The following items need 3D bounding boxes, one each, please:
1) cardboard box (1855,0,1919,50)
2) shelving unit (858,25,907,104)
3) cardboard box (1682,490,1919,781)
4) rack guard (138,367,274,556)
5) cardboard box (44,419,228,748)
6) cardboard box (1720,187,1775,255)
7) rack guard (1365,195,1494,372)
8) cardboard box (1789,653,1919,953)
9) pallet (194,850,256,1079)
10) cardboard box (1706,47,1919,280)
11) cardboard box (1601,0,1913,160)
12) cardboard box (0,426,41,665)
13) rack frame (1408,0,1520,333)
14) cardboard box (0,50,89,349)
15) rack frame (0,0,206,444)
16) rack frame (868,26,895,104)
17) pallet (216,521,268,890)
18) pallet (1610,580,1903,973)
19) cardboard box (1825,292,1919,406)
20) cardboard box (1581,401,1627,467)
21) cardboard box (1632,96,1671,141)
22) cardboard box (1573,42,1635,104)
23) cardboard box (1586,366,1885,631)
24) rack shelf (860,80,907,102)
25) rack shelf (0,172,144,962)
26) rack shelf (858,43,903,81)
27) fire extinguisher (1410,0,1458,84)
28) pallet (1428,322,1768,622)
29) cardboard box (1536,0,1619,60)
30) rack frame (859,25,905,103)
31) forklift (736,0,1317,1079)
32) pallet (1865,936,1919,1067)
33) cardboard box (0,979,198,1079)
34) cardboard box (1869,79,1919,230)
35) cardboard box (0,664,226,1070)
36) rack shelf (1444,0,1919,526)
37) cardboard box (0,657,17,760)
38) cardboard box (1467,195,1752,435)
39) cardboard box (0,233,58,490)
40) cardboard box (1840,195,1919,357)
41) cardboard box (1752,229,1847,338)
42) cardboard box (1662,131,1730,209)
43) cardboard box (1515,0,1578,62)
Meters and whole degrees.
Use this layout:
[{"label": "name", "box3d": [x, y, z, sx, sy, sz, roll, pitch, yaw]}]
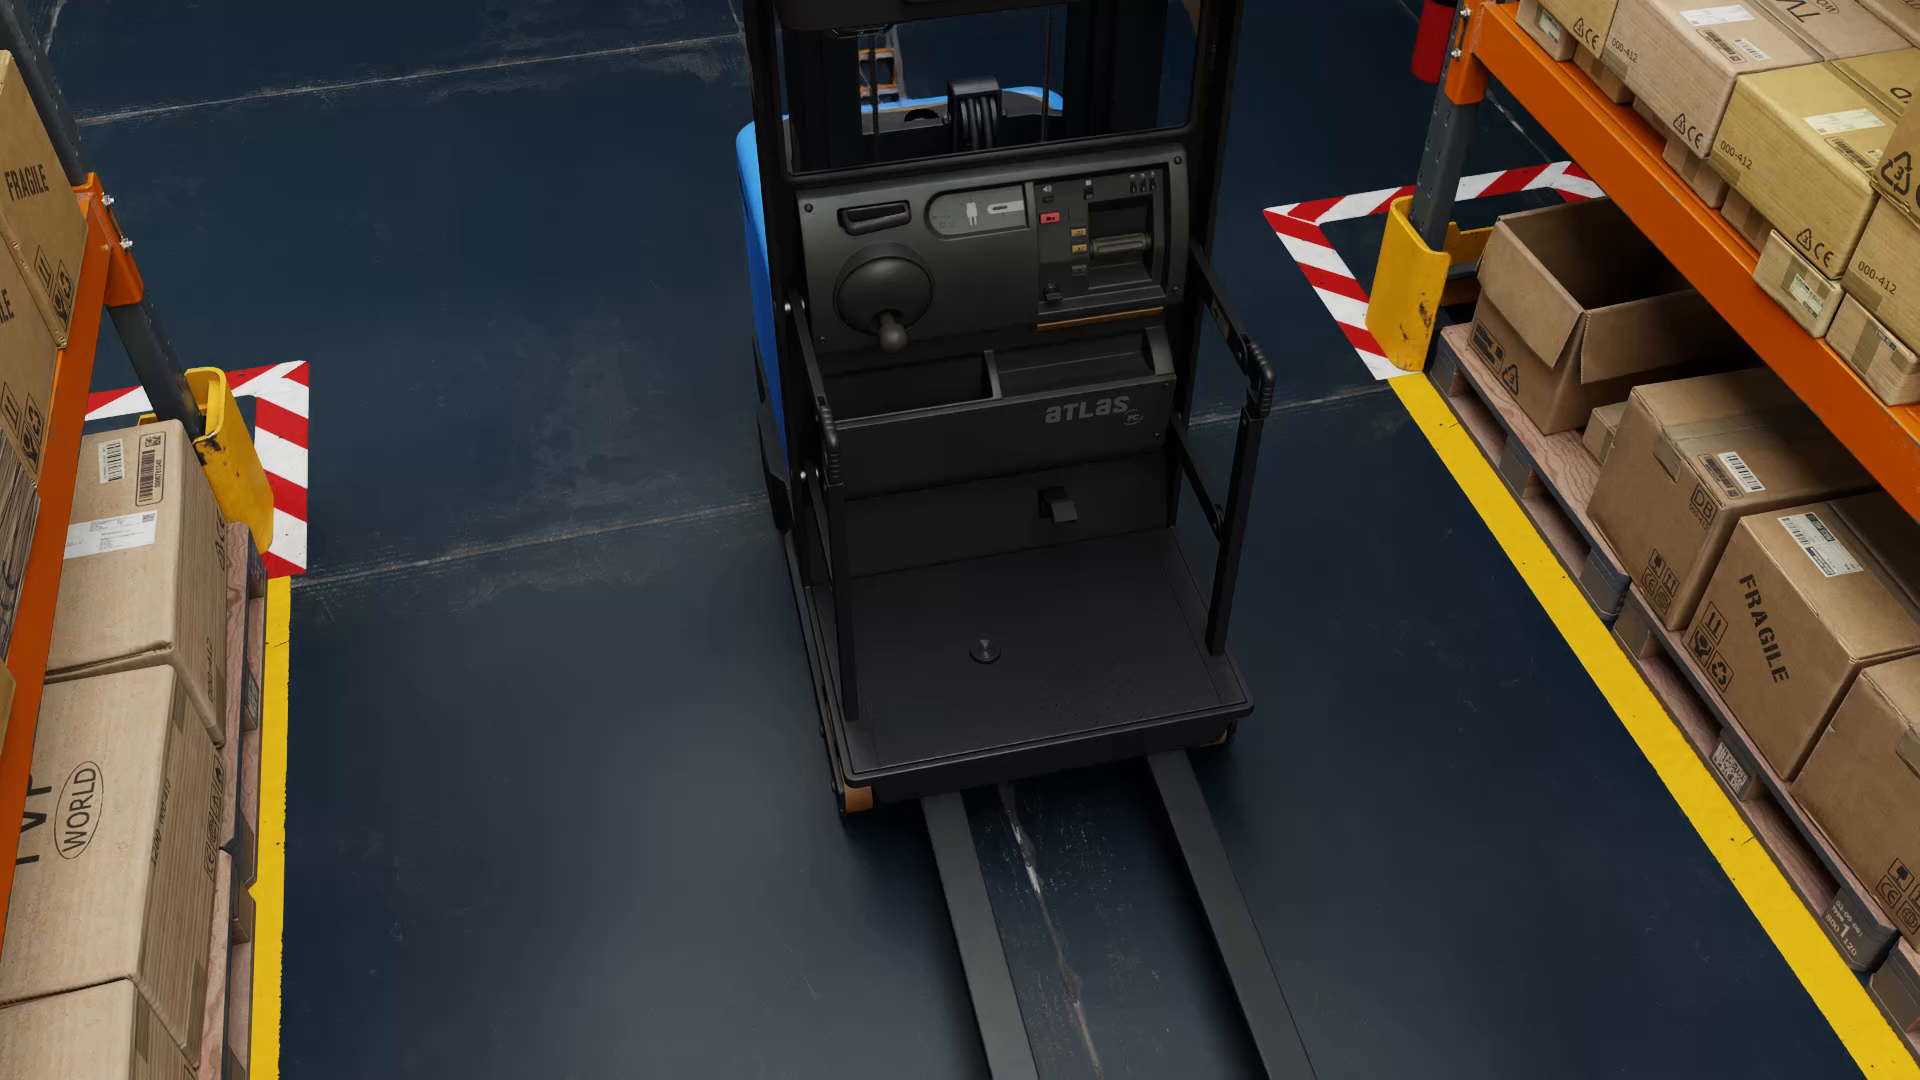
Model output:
[{"label": "cardboard box", "box3d": [2.546, -1.332, 4.352, 0.500, 0.250, 0.500, -11, 47, -10]}, {"label": "shelving unit", "box3d": [-0.298, -1.332, 5.802, 0.258, 1.200, 0.189, -9, 9, -8]}, {"label": "cardboard box", "box3d": [2.326, 0.242, 4.368, 0.500, 0.500, 0.500, -10, 46, -10]}, {"label": "rack guard", "box3d": [-2.763, -0.137, 5.034, 1.175, 0.500, 0.348, -11, 47, -10]}, {"label": "cardboard box", "box3d": [-2.491, 0.192, 4.462, 0.875, 0.438, 0.875, -12, 47, -12]}, {"label": "cardboard box", "box3d": [2.149, -0.830, 4.140, 0.380, 0.149, 0.250, -10, 46, -10]}, {"label": "rack guard", "box3d": [2.060, -0.978, 5.859, 1.175, 0.500, 0.348, -11, 47, -10]}, {"label": "cardboard box", "box3d": [2.553, 0.576, 4.042, 0.700, 0.500, 0.500, -12, 47, -12]}, {"label": "pallet", "box3d": [-2.168, 1.359, 3.771, 1.003, 0.211, 1.213, -11, 47, -10]}, {"label": "cardboard box", "box3d": [2.159, -0.897, 3.926, 0.500, 0.250, 0.500, -12, 47, -11]}, {"label": "cardboard box", "box3d": [2.026, -1.247, 4.268, 0.500, 0.250, 0.500, -10, 46, -10]}, {"label": "cardboard box", "box3d": [-2.122, -0.043, 3.122, 0.500, 0.500, 0.500, -9, 46, -9]}, {"label": "rack frame", "box3d": [2.041, -1.906, 5.017, 1.000, 3.000, 0.127, -11, 47, -10]}, {"label": "cardboard box", "box3d": [-2.377, -0.746, 3.811, 0.500, 0.500, 0.500, -10, 47, -10]}, {"label": "rack frame", "box3d": [-2.757, -0.996, 4.125, 1.000, 3.000, 0.127, -11, 47, -10]}, {"label": "rack frame", "box3d": [-0.313, -1.344, 5.892, 0.240, 1.200, 0.006, -9, 9, -8]}, {"label": "pallet", "box3d": [-2.476, 0.518, 4.594, 1.003, 0.211, 1.213, -11, 47, -10]}, {"label": "pallet", "box3d": [2.574, 0.514, 4.599, 1.003, 0.211, 1.213, -11, 47, -10]}, {"label": "cardboard box", "box3d": [2.228, -0.464, 3.781, 0.380, 0.149, 0.250, -10, 46, -9]}, {"label": "cardboard box", "box3d": [2.177, -0.315, 5.160, 0.380, 0.149, 0.250, -12, 47, -12]}, {"label": "cardboard box", "box3d": [2.070, -1.198, 4.500, 0.380, 0.149, 0.250, -11, 47, -11]}, {"label": "cardboard box", "box3d": [1.969, -1.374, 4.672, 0.380, 0.149, 0.250, -10, 46, -9]}, {"label": "cardboard box", "box3d": [2.287, -0.141, 4.744, 0.700, 0.500, 0.500, -9, 46, -9]}, {"label": "rack shelf", "box3d": [-0.323, -1.523, 5.772, 0.258, 0.103, 0.180, -9, 9, -8]}, {"label": "rack shelf", "box3d": [-2.245, 0.637, 3.029, 1.077, 0.370, 4.000, -11, 47, -10]}, {"label": "rack shelf", "box3d": [-0.338, -1.641, 5.754, 0.258, 0.103, 0.180, -9, 9, -8]}, {"label": "fire extinguisher", "box3d": [1.556, -1.765, 5.195, 0.296, 0.674, 0.183, -11, 47, -10]}, {"label": "pallet", "box3d": [2.265, -0.327, 5.423, 1.003, 0.211, 1.213, -11, 47, -10]}, {"label": "cardboard box", "box3d": [1.896, -1.595, 4.609, 0.500, 0.250, 0.500, -10, 47, -10]}, {"label": "rack frame", "box3d": [-0.283, -1.320, 5.713, 0.240, 1.200, 0.006, -9, 9, -8]}, {"label": "forklift", "box3d": [0.139, -0.589, 3.775, 1.130, 2.935, 3.031, -9, 46, -9]}, {"label": "pallet", "box3d": [2.890, 1.358, 3.772, 1.003, 0.211, 1.213, -11, 47, -10]}, {"label": "cardboard box", "box3d": [-2.019, 1.445, 3.234, 0.875, 0.438, 0.875, -12, 47, -11]}, {"label": "cardboard box", "box3d": [2.281, -0.822, 3.327, 0.500, 0.500, 0.500, -10, 46, -9]}, {"label": "cardboard box", "box3d": [-2.249, 0.822, 3.844, 0.875, 0.438, 0.875, -10, 46, -9]}, {"label": "rack shelf", "box3d": [2.553, -0.273, 3.921, 1.077, 0.370, 4.000, -11, 47, -10]}, {"label": "cardboard box", "box3d": [-1.977, 0.311, 2.775, 0.500, 0.500, 0.500, -9, 46, -9]}, {"label": "cardboard box", "box3d": [2.106, -0.739, 5.328, 0.797, 0.503, 0.637, -12, 47, -12]}, {"label": "cardboard box", "box3d": [-2.263, -0.397, 3.469, 0.500, 0.500, 0.500, -12, 47, -11]}, {"label": "cardboard box", "box3d": [2.310, -0.548, 3.584, 0.500, 0.250, 0.500, -12, 47, -11]}, {"label": "cardboard box", "box3d": [2.141, -0.642, 3.955, 0.380, 0.149, 0.250, -12, 47, -11]}, {"label": "cardboard box", "box3d": [2.076, -1.013, 4.318, 0.380, 0.149, 0.250, -9, 46, -9]}, {"label": "cardboard box", "box3d": [1.860, -1.541, 4.836, 0.380, 0.149, 0.250, -11, 47, -11]}]
